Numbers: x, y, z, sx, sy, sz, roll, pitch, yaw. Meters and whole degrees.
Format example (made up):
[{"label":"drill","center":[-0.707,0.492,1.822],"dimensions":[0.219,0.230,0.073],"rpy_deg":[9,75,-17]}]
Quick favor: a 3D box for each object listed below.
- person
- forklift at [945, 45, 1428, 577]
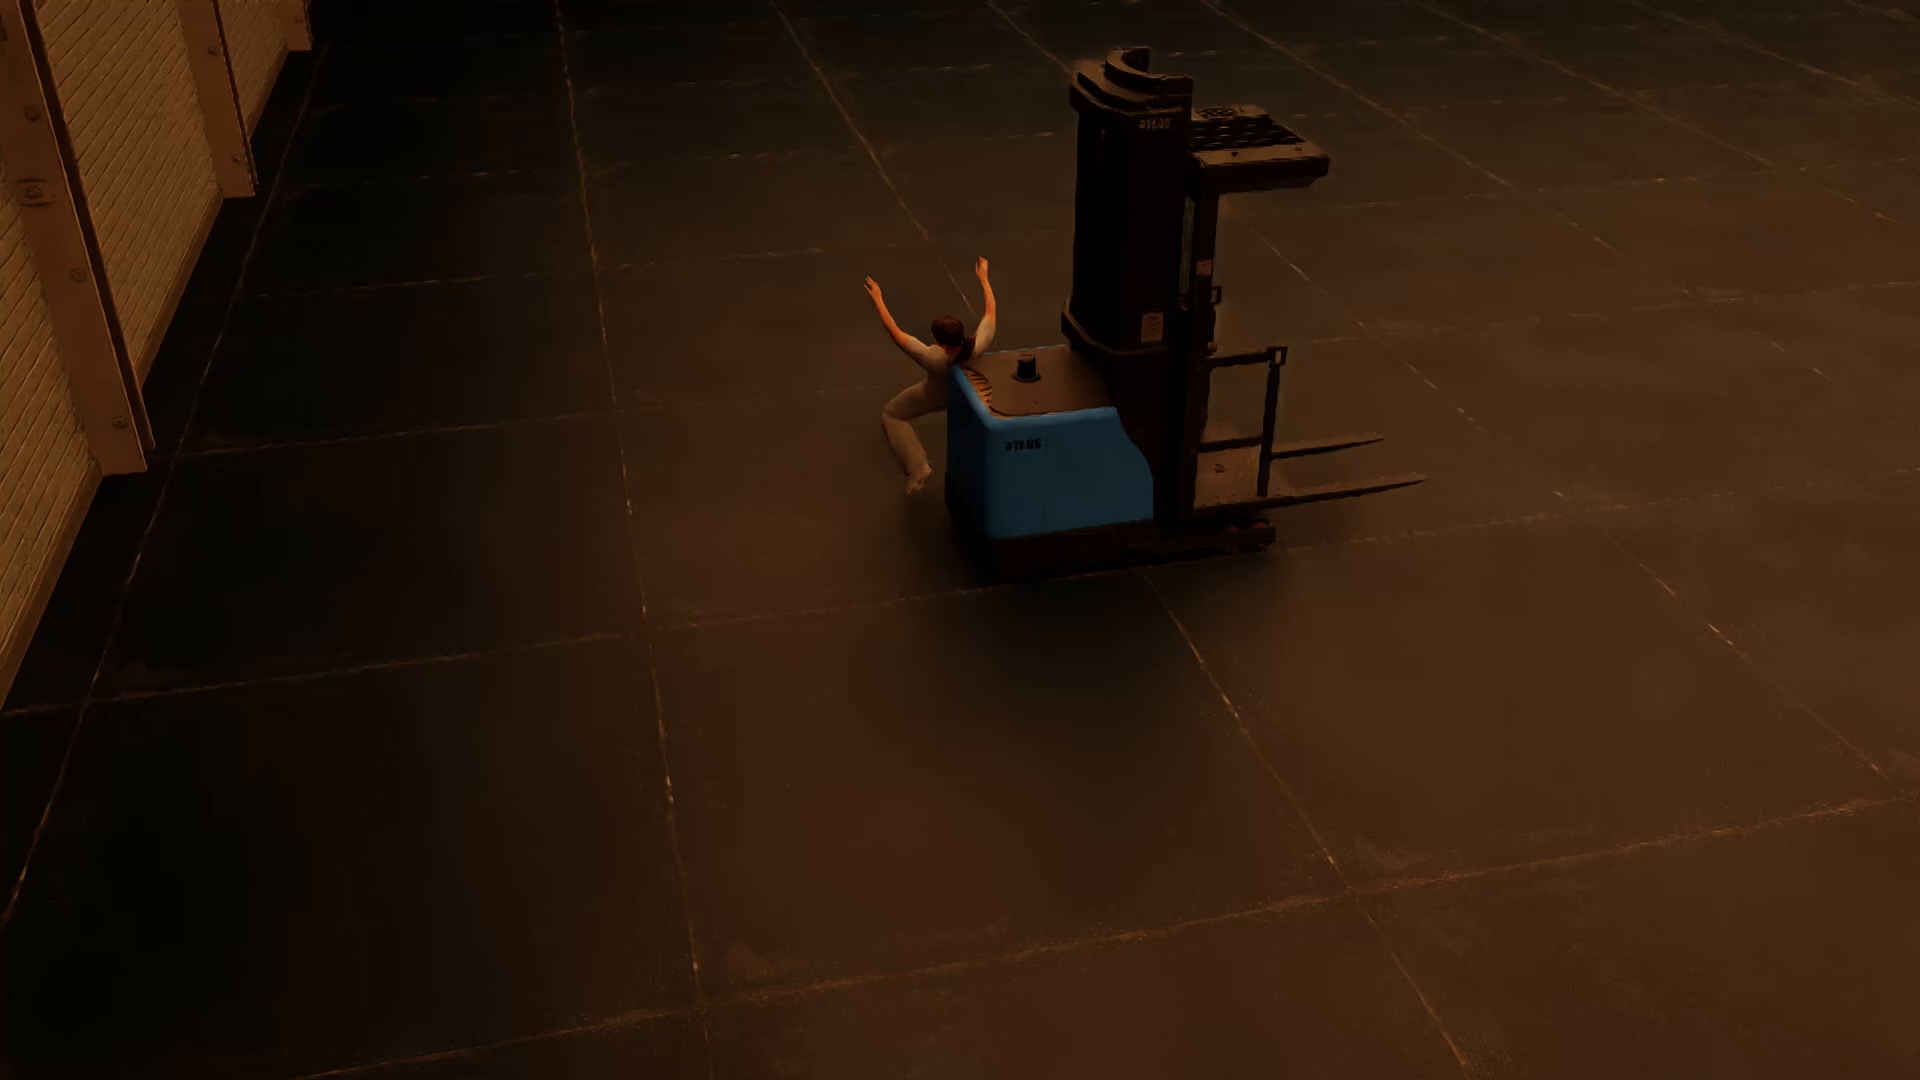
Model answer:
[{"label":"person","center":[-0.166,-0.966,10.635],"dimensions":[0.850,1.537,0.729],"rpy_deg":[-8,31,-14]},{"label":"forklift","center":[1.478,-1.438,10.058],"dimensions":[3.031,2.935,1.130],"rpy_deg":[-8,31,-13]}]
